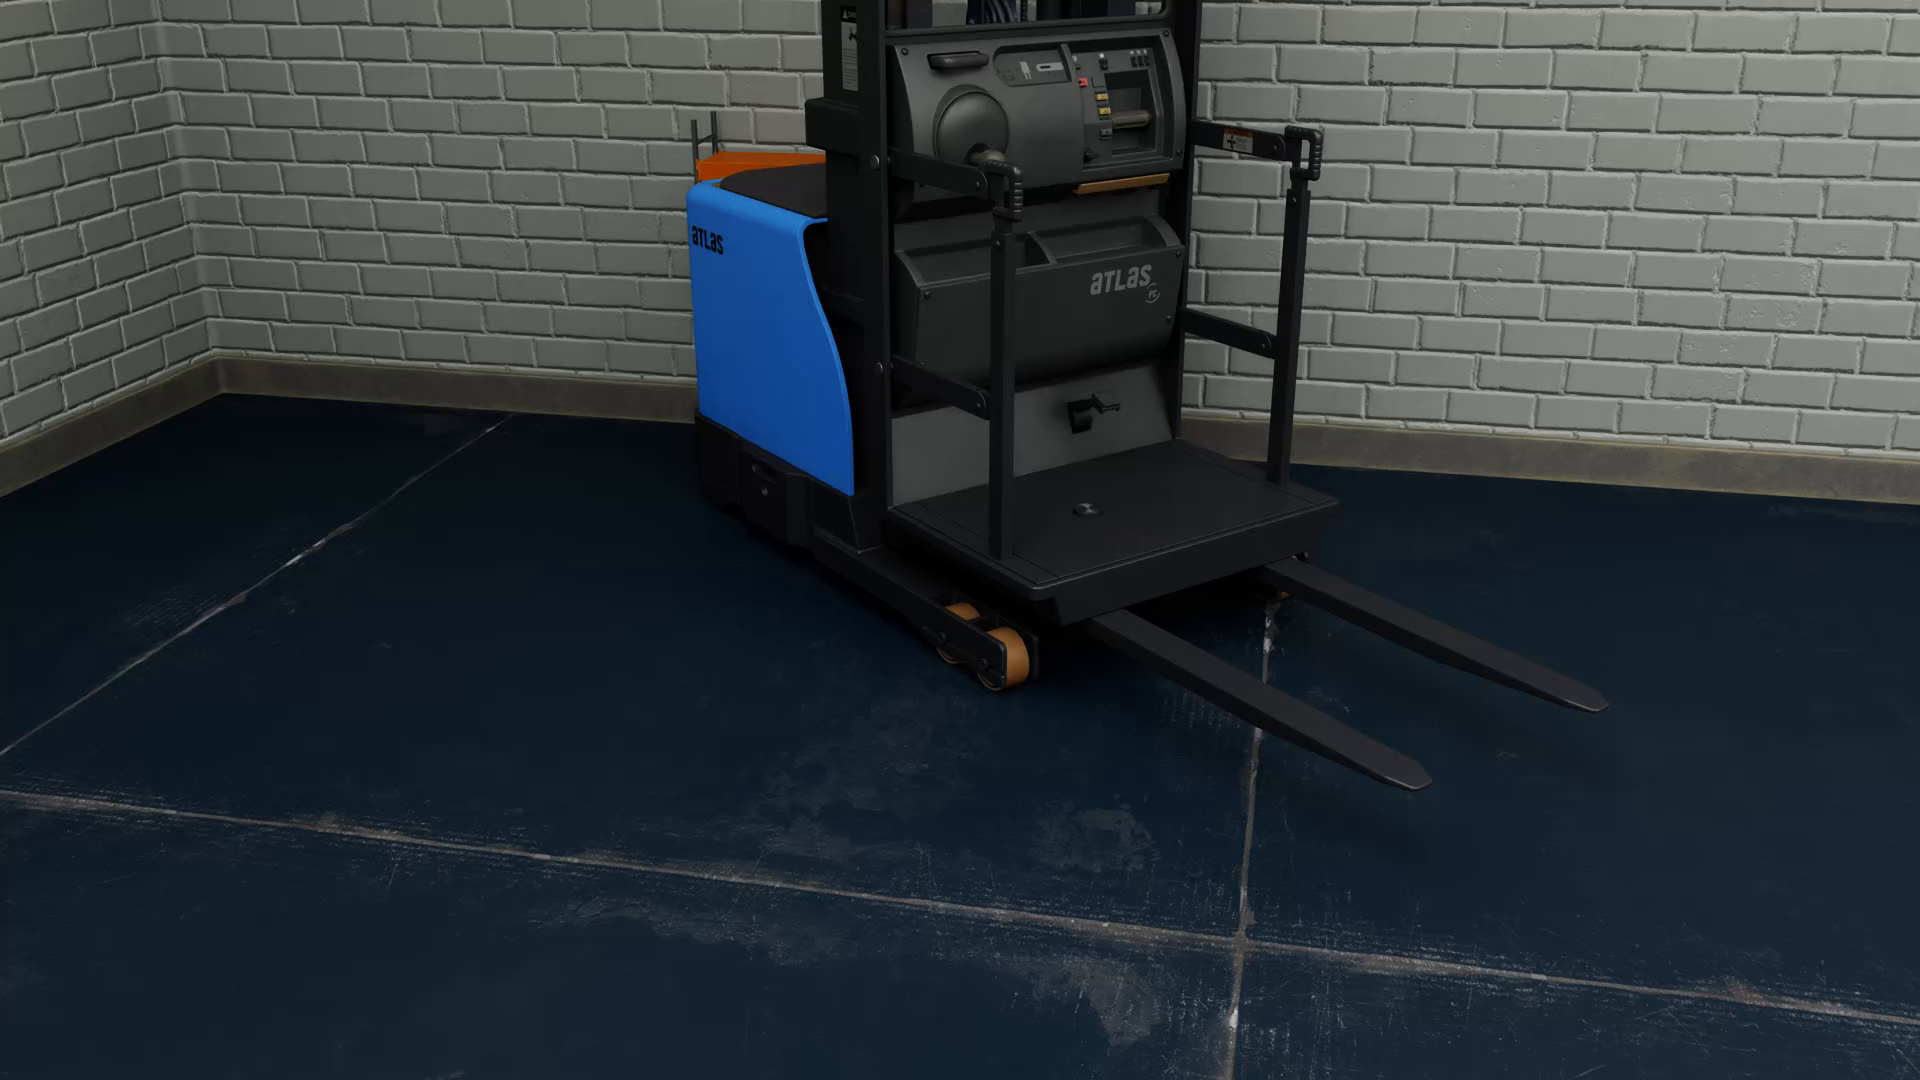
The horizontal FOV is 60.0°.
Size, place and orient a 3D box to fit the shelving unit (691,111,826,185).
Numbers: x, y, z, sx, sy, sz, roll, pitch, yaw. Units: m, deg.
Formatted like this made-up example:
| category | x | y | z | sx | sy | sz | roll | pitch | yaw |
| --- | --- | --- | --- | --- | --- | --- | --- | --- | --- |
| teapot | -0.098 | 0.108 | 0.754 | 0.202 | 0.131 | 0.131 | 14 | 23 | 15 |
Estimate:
| category | x | y | z | sx | sy | sz | roll | pitch | yaw |
| --- | --- | --- | --- | --- | --- | --- | --- | --- | --- |
| shelving unit | -0.662 | -0.922 | 6.037 | 0.503 | 1.200 | 0.258 | 4 | 22 | 9 |

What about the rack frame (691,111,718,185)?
| category | x | y | z | sx | sy | sz | roll | pitch | yaw |
| --- | --- | --- | --- | --- | --- | --- | --- | --- | --- |
| rack frame | -0.903 | -0.938 | 6.077 | 0.015 | 1.200 | 0.240 | 4 | 22 | 9 |

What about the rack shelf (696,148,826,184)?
| category | x | y | z | sx | sy | sz | roll | pitch | yaw |
| --- | --- | --- | --- | --- | --- | --- | --- | --- | --- |
| rack shelf | -0.662 | -1.287 | 5.890 | 0.480 | 0.148 | 0.258 | 4 | 22 | 9 |

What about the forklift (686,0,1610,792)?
| category | x | y | z | sx | sy | sz | roll | pitch | yaw |
| --- | --- | --- | --- | --- | --- | --- | --- | --- | --- |
| forklift | 0.357 | -1.168 | 4.329 | 1.130 | 2.935 | 3.031 | -15 | 26 | -32 |
